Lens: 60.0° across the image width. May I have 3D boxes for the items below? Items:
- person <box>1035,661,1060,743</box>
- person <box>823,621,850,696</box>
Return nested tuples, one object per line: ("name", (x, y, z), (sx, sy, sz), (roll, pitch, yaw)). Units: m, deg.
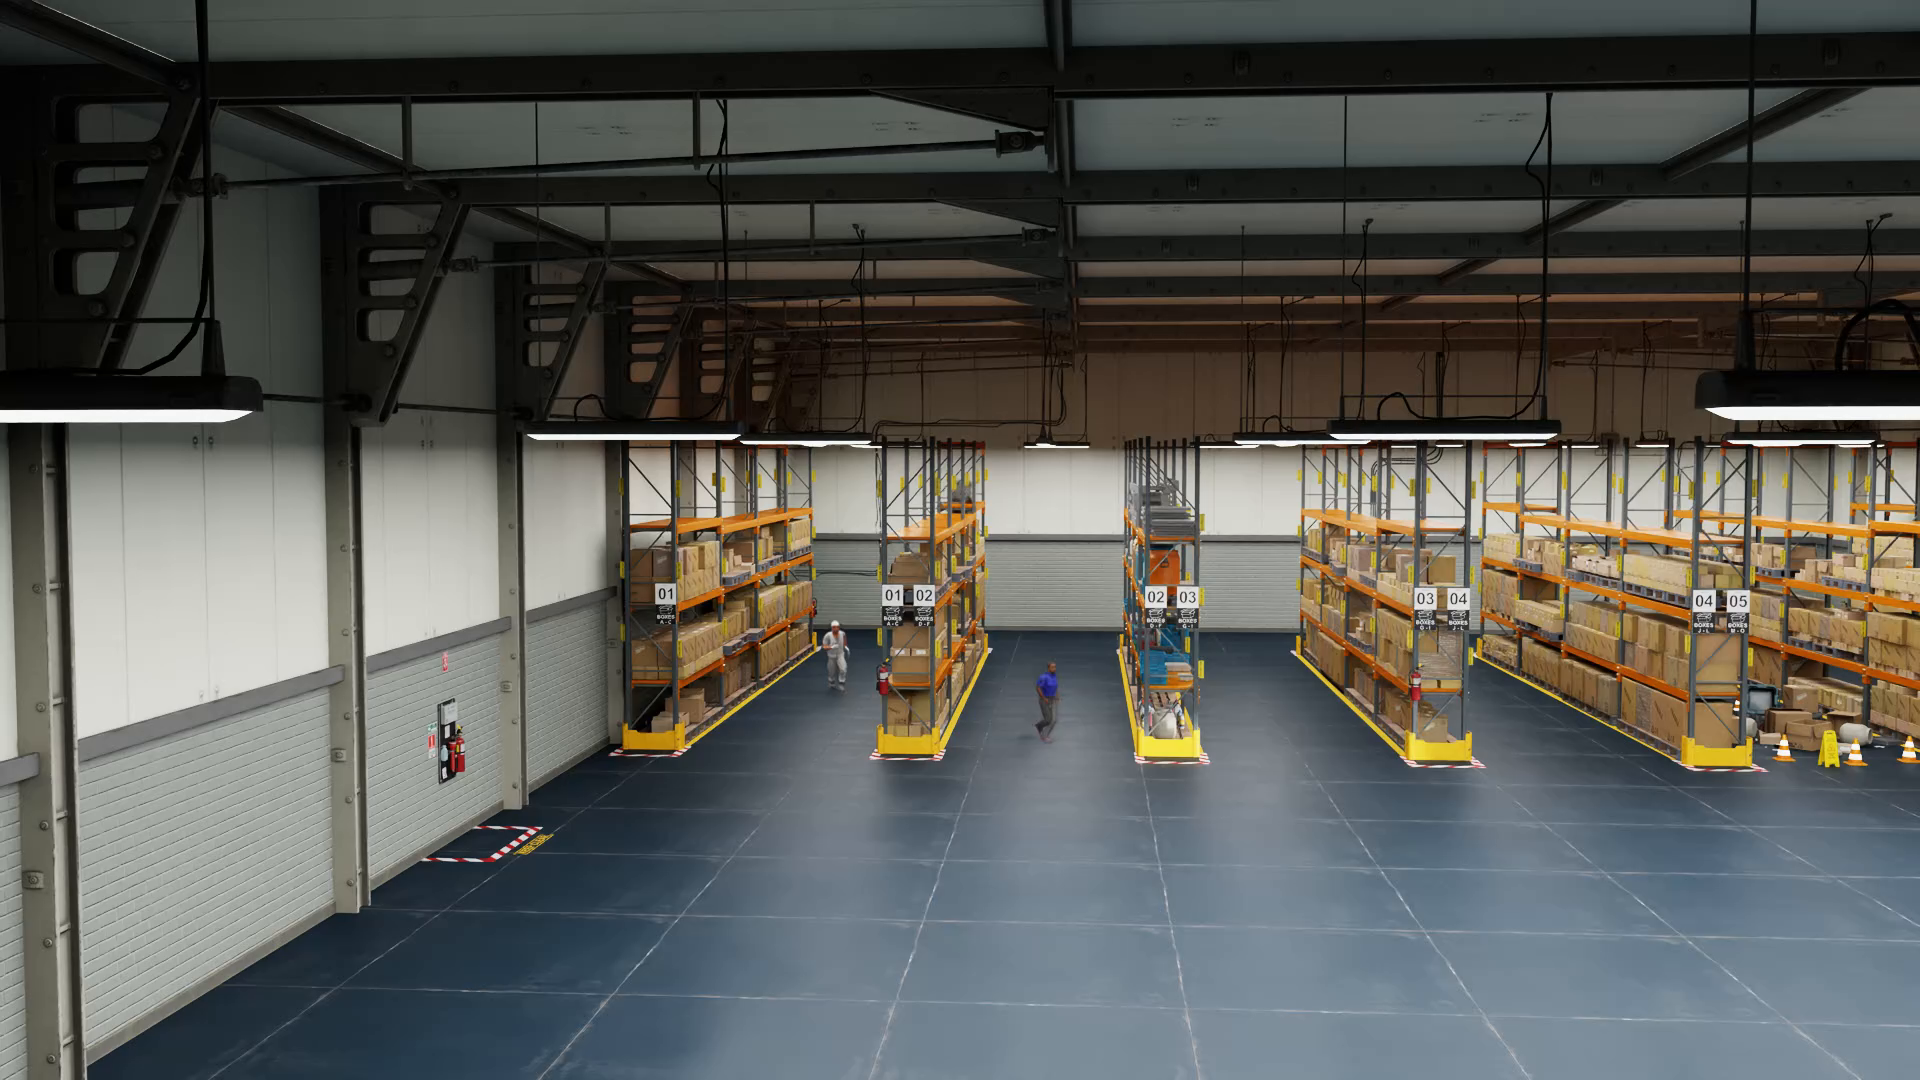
("person", (1.688, 3.187, 32.798), (0.567, 1.589, 0.560), (-2, 4, -36))
("person", (-2.916, 2.760, 39.049), (0.689, 1.764, 0.934), (-1, 3, -16))
